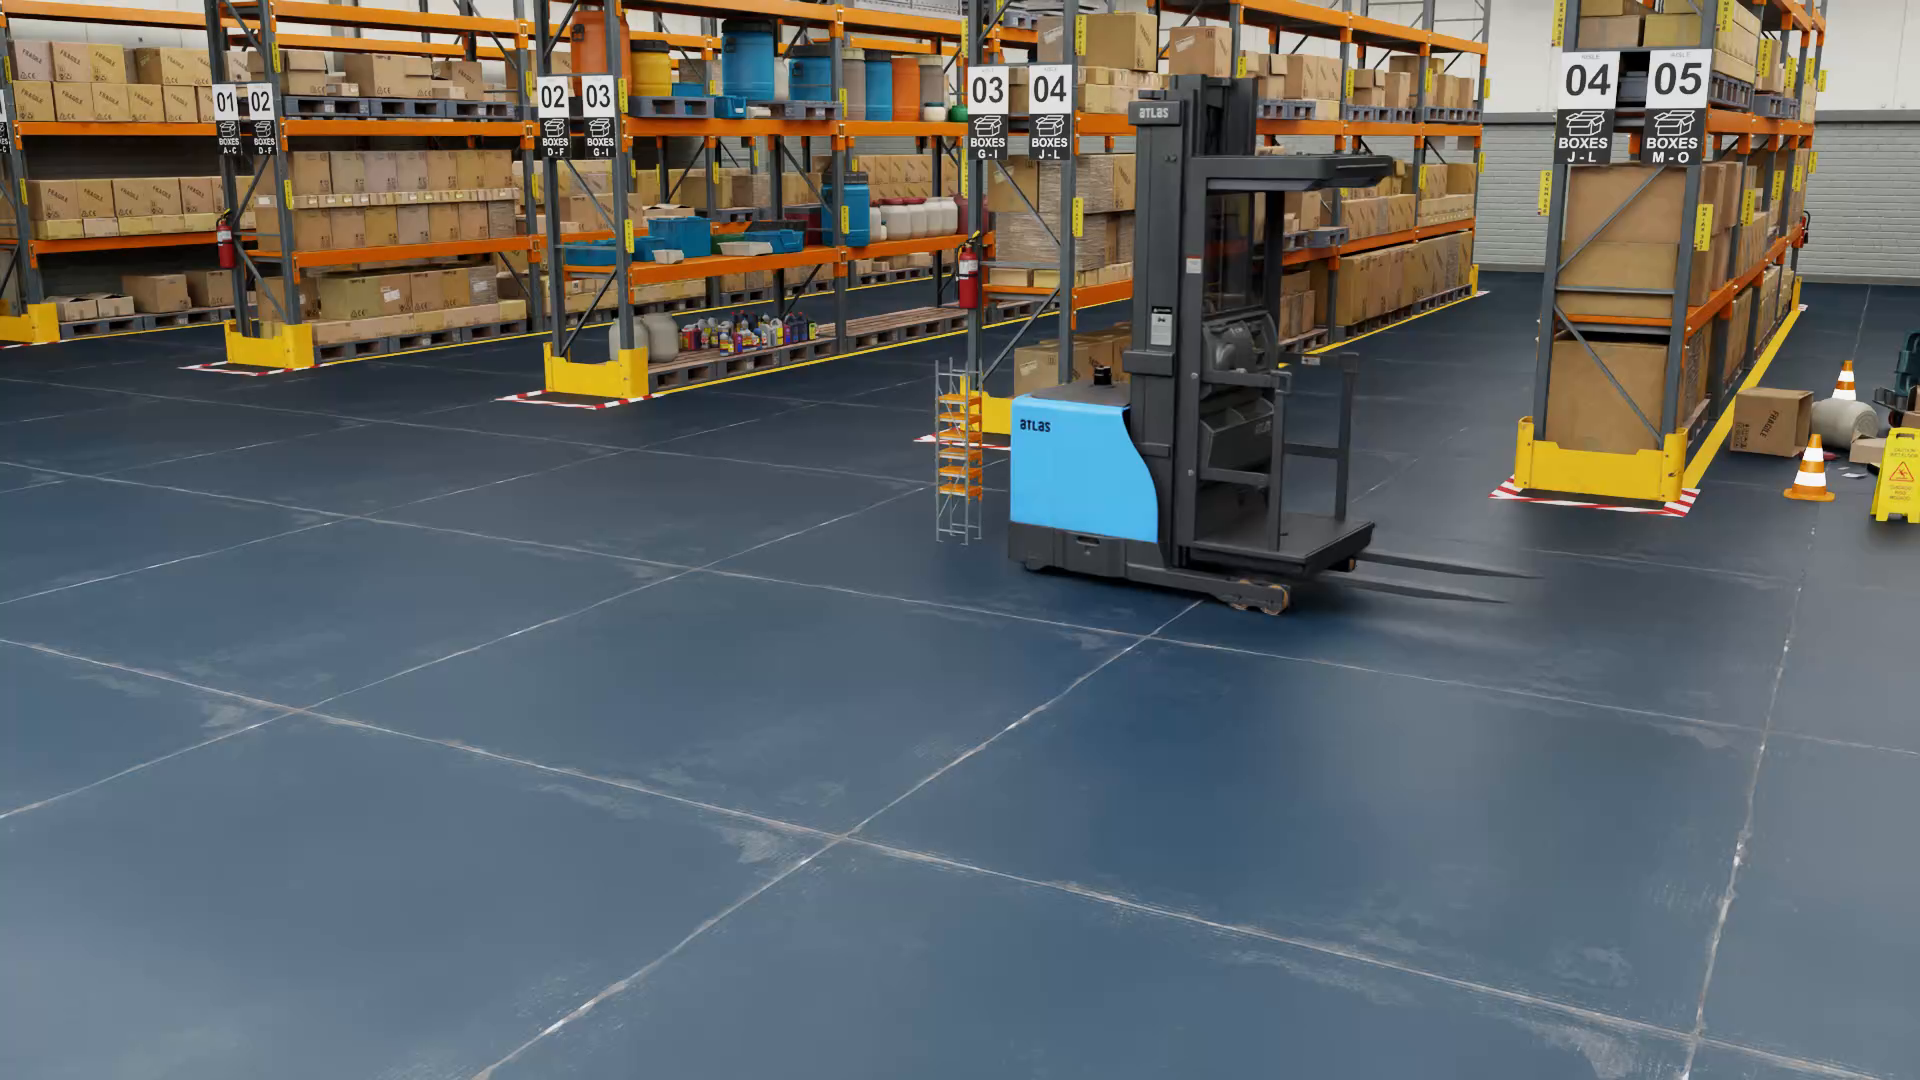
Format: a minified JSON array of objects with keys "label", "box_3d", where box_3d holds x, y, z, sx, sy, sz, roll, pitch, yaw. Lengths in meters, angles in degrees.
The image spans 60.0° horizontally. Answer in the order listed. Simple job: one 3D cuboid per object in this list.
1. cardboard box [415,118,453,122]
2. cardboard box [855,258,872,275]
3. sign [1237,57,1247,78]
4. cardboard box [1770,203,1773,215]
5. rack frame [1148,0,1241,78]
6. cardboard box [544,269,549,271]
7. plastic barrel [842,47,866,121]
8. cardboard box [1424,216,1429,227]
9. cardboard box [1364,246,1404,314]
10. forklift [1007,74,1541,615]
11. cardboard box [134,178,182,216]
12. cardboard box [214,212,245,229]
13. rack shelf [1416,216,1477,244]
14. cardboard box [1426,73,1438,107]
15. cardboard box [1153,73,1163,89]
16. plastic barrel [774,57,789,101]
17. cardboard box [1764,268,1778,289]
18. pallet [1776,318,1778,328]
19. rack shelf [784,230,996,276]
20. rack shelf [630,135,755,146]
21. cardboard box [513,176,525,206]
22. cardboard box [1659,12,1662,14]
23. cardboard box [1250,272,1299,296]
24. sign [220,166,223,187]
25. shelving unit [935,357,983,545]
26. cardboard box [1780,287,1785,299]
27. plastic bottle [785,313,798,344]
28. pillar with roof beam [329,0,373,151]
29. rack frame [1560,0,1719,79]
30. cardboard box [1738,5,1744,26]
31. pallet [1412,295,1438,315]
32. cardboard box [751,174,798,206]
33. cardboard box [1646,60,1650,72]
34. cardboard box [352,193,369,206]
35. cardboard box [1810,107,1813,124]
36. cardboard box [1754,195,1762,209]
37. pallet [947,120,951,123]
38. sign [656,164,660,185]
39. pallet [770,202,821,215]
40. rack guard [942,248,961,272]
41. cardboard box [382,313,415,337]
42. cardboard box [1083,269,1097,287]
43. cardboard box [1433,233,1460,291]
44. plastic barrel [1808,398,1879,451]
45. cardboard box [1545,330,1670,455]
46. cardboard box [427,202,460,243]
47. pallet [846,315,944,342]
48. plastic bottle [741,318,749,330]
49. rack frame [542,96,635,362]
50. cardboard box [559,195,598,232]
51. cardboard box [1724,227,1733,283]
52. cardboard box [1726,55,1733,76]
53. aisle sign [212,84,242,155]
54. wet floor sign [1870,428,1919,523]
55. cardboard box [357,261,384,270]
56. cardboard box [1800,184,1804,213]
[{"label":"cardboard box","box_3d":[-8.718,-6.992,27.383,0.500,0.311,0.500,7,15,28]},{"label":"cardboard box","box_3d":[-1.942,-4.974,30.065,0.500,0.311,0.500,7,15,28]},{"label":"sign","box_3d":[2.947,-4.891,17.418,0.100,0.325,0.005,7,15,28]},{"label":"cardboard box","box_3d":[9.975,-4.152,20.860,0.380,0.149,0.250,7,15,28]},{"label":"rack frame","box_3d":[2.469,-6.158,17.376,1.000,3.000,0.127,7,15,28]},{"label":"cardboard box","box_3d":[-5.767,-3.830,24.293,0.500,0.311,0.500,7,15,28]},{"label":"plastic barrel","box_3d":[-1.495,-5.768,21.087,0.600,0.901,0.600,0,14,0]},{"label":"cardboard box","box_3d":[6.897,-4.838,25.235,0.380,0.149,0.250,7,15,26]},{"label":"cardboard box","box_3d":[5.613,-3.737,23.772,1.225,0.875,0.875,7,15,26]},{"label":"forklift","box_3d":[1.801,-1.147,9.538,3.031,2.935,1.130,9,16,33]},{"label":"cardboard box","box_3d":[-11.237,-4.782,23.148,0.500,0.500,0.500,8,16,30]},{"label":"cardboard box","box_3d":[-10.751,-4.629,24.112,0.500,0.250,0.500,7,15,28]},{"label":"rack shelf","box_3d":[7.303,-4.943,26.673,1.077,0.370,4.000,7,15,28]},{"label":"cardboard box","box_3d":[6.926,-6.920,25.612,0.700,0.500,0.500,8,16,31]},{"label":"cardboard box","box_3d":[1.724,-4.405,15.974,0.380,0.149,0.250,7,15,26]},{"label":"plastic barrel","box_3d":[-2.247,-5.453,19.718,0.421,0.512,0.421,0,14,0]},{"label":"cardboard box","box_3d":[10.230,-3.368,21.442,0.500,0.250,0.500,8,16,31]},{"label":"pallet","box_3d":[10.923,-3.086,23.385,1.003,0.211,1.213,7,15,28]},{"label":"rack shelf","box_3d":[-0.900,-3.863,22.193,1.077,0.370,4.000,7,15,28]},{"label":"rack shelf","box_3d":[-5.706,-8.085,33.305,1.077,0.370,4.000,7,15,28]},{"label":"cardboard box","box_3d":[-7.886,-6.126,29.152,0.500,0.500,0.500,8,16,30]},{"label":"cardboard box","box_3d":[5.674,-4.338,13.951,0.380,0.149,0.250,7,15,28]},{"label":"cardboard box","box_3d":[3.857,-3.175,20.596,0.500,0.250,0.500,9,16,34]},{"label":"sign","box_3d":[-8.604,-4.286,19.437,0.100,0.325,0.005,7,15,28]},{"label":"shelving unit","box_3d":[-0.007,-0.580,10.881,0.258,1.200,0.189,7,15,28]},{"label":"cardboard box","box_3d":[11.678,-3.571,23.996,0.380,0.149,0.250,7,15,28]},{"label":"plastic bottle","box_3d":[-2.019,-2.525,19.818,0.144,0.351,0.185,7,15,25]},{"label":"pillar with roof beam","box_3d":[-6.223,-8.006,25.040,9.100,9.000,0.400,7,15,28]},{"label":"rack frame","box_3d":[4.828,-4.755,11.555,1.000,3.000,0.127,7,15,28]},{"label":"cardboard box","box_3d":[6.007,-4.160,13.215,0.380,0.149,0.250,8,16,29]},{"label":"pallet","box_3d":[6.772,-3.674,25.824,1.003,0.211,1.213,7,15,28]},{"label":"cardboard box","box_3d":[-3.134,-5.889,27.952,0.700,0.500,0.500,3,14,14]},{"label":"cardboard box","box_3d":[5.430,-3.846,13.615,0.380,0.149,0.250,8,16,29]},{"label":"cardboard box","box_3d":[-7.386,-4.121,20.130,0.380,0.149,0.250,7,15,27]},{"label":"cardboard box","box_3d":[12.083,-6.177,24.175,0.500,0.250,0.500,8,16,30]},{"label":"cardboard box","box_3d":[9.090,-3.924,19.282,0.380,0.149,0.250,7,15,28]},{"label":"pallet","box_3d":[0.522,-6.136,24.086,1.003,0.211,1.213,7,15,28]},{"label":"sign","box_3d":[-4.747,-5.769,26.262,0.100,0.325,0.005,7,15,28]},{"label":"pallet","box_3d":[-2.816,-5.761,28.939,1.003,0.211,1.213,7,15,28]},{"label":"rack guard","box_3d":[-0.437,-5.596,33.178,1.175,0.500,0.348,7,15,28]},{"label":"cardboard box","box_3d":[-7.201,-2.702,20.811,0.500,0.250,0.500,7,15,28]},{"label":"cardboard box","box_3d":[1.019,-2.379,15.038,0.380,0.149,0.250,7,15,28]},{"label":"cardboard box","box_3d":[7.590,-4.548,27.134,0.875,0.875,0.875,7,15,28]},{"label":"plastic barrel","box_3d":[7.556,-1.000,14.277,0.421,0.421,0.512,-5,14,-20]},{"label":"cardboard box","box_3d":[5.098,-1.156,13.066,0.875,0.875,0.875,7,15,28]},{"label":"cardboard box","box_3d":[-6.906,-4.110,21.468,0.700,0.500,0.500,8,16,29]},{"label":"pallet","box_3d":[-0.933,-2.864,22.462,1.003,0.211,1.213,7,15,28]},{"label":"plastic bottle","box_3d":[-2.585,-2.528,20.003,0.097,0.271,0.097,0,14,0]},{"label":"rack frame","box_3d":[-3.801,-2.982,17.002,1.000,3.000,0.127,7,15,28]},{"label":"cardboard box","box_3d":[-5.561,-4.677,23.820,0.500,0.500,0.500,9,16,32]},{"label":"cardboard box","box_3d":[6.594,-2.655,15.325,0.875,0.550,0.550,7,15,28]},{"label":"cardboard box","box_3d":[5.762,-3.668,12.875,0.380,0.149,0.250,7,15,28]},{"label":"aisle sign","box_3d":[-8.424,-4.828,19.111,0.394,0.787,0.004,7,15,28]},{"label":"wet floor sign","box_3d":[6.547,-0.463,11.578,0.267,0.644,0.232,5,14,18]},{"label":"cardboard box","box_3d":[-9.711,-4.288,26.816,0.700,0.500,0.500,8,15,29]},{"label":"cardboard box","box_3d":[12.317,-5.087,24.888,0.500,0.500,0.500,7,15,27]}]
